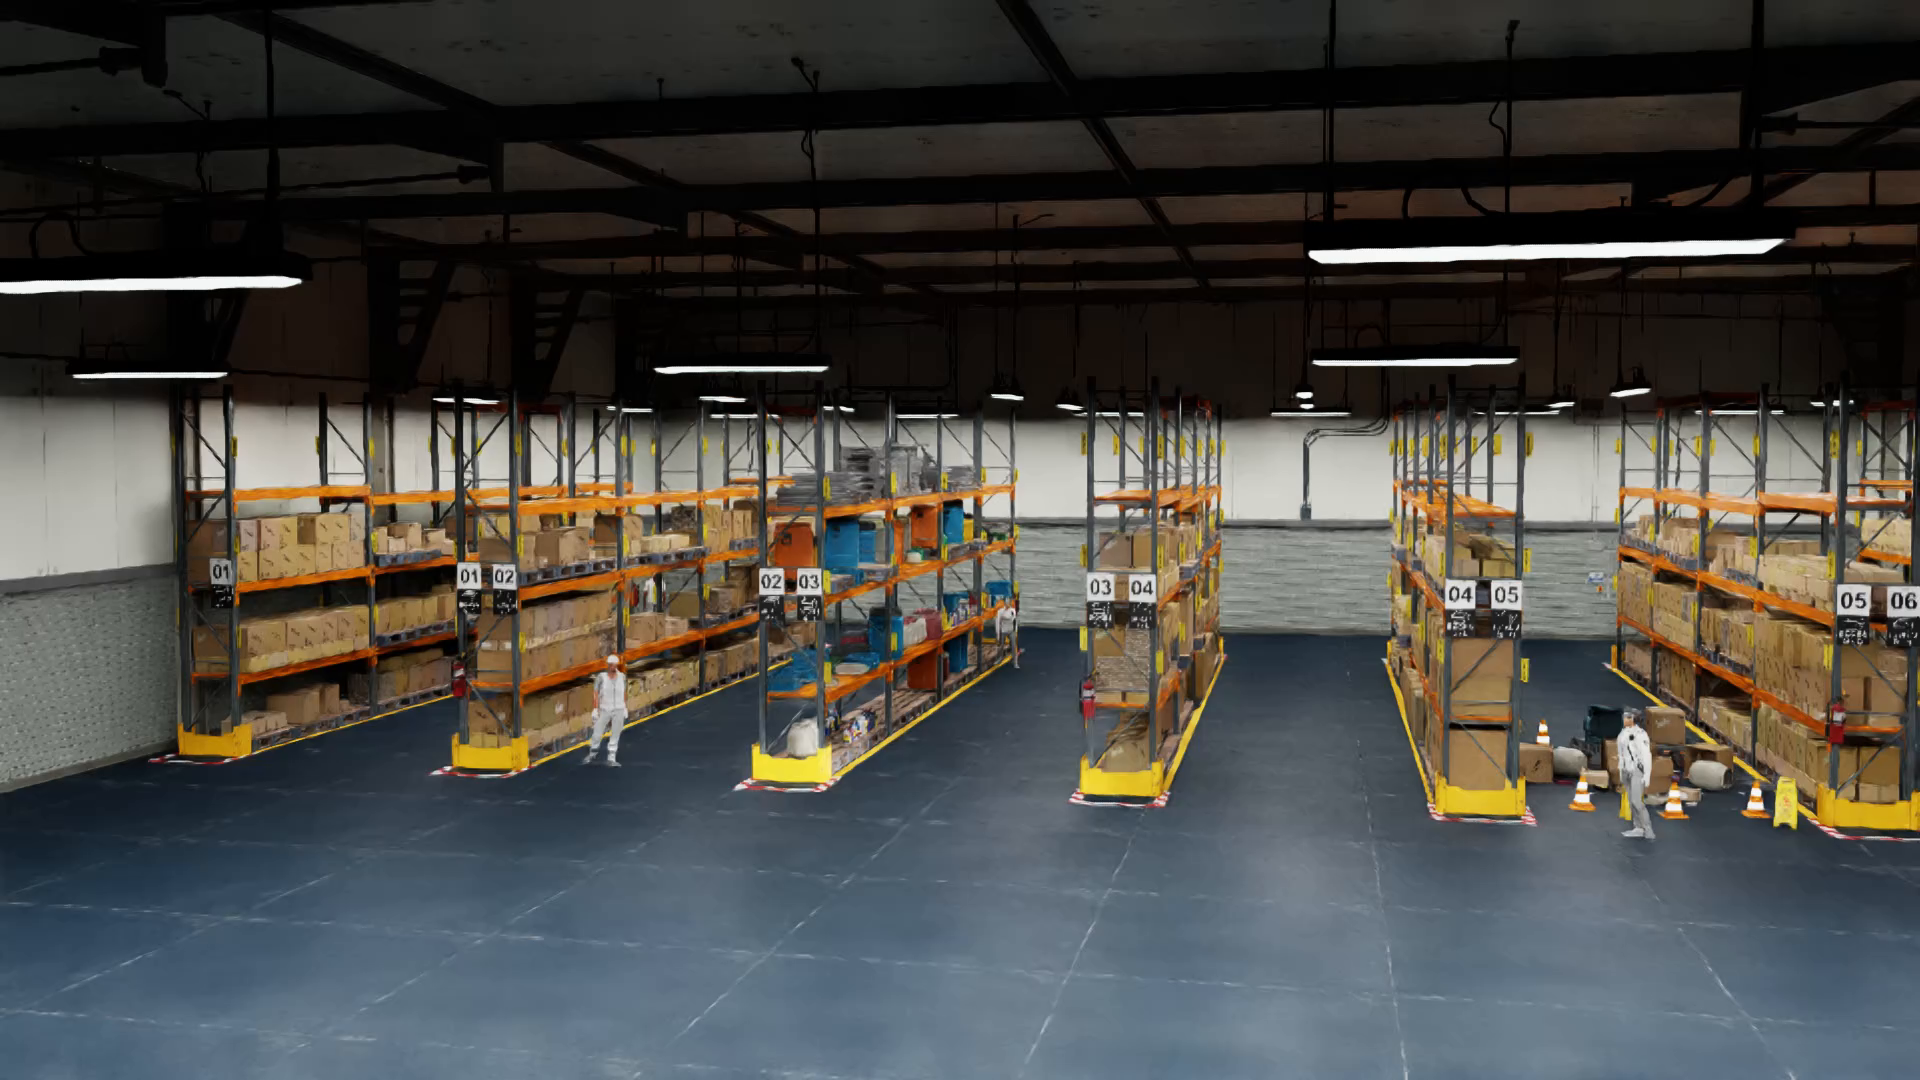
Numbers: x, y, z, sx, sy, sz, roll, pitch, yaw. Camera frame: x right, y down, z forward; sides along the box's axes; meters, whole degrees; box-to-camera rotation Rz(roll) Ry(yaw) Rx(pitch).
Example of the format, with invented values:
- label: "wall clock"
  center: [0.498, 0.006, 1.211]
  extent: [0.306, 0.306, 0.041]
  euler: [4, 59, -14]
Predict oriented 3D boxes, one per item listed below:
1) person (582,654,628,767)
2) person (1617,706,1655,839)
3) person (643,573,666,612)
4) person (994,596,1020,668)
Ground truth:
- label: "person"
  center: [-5.532, 2.656, 25.945]
  extent: [0.717, 1.777, 0.530]
  euler: [-2, 4, -27]
- label: "person"
  center: [8.638, 2.966, 21.263]
  extent: [0.390, 1.670, 0.577]
  euler: [-1, 3, -17]
- label: "person"
  center: [-8.158, 1.647, 44.347]
  extent: [0.616, 1.759, 0.571]
  euler: [-1, 3, -24]
- label: "person"
  center: [1.062, 2.076, 37.796]
  extent: [0.530, 1.627, 0.936]
  euler: [-1, 3, -10]
